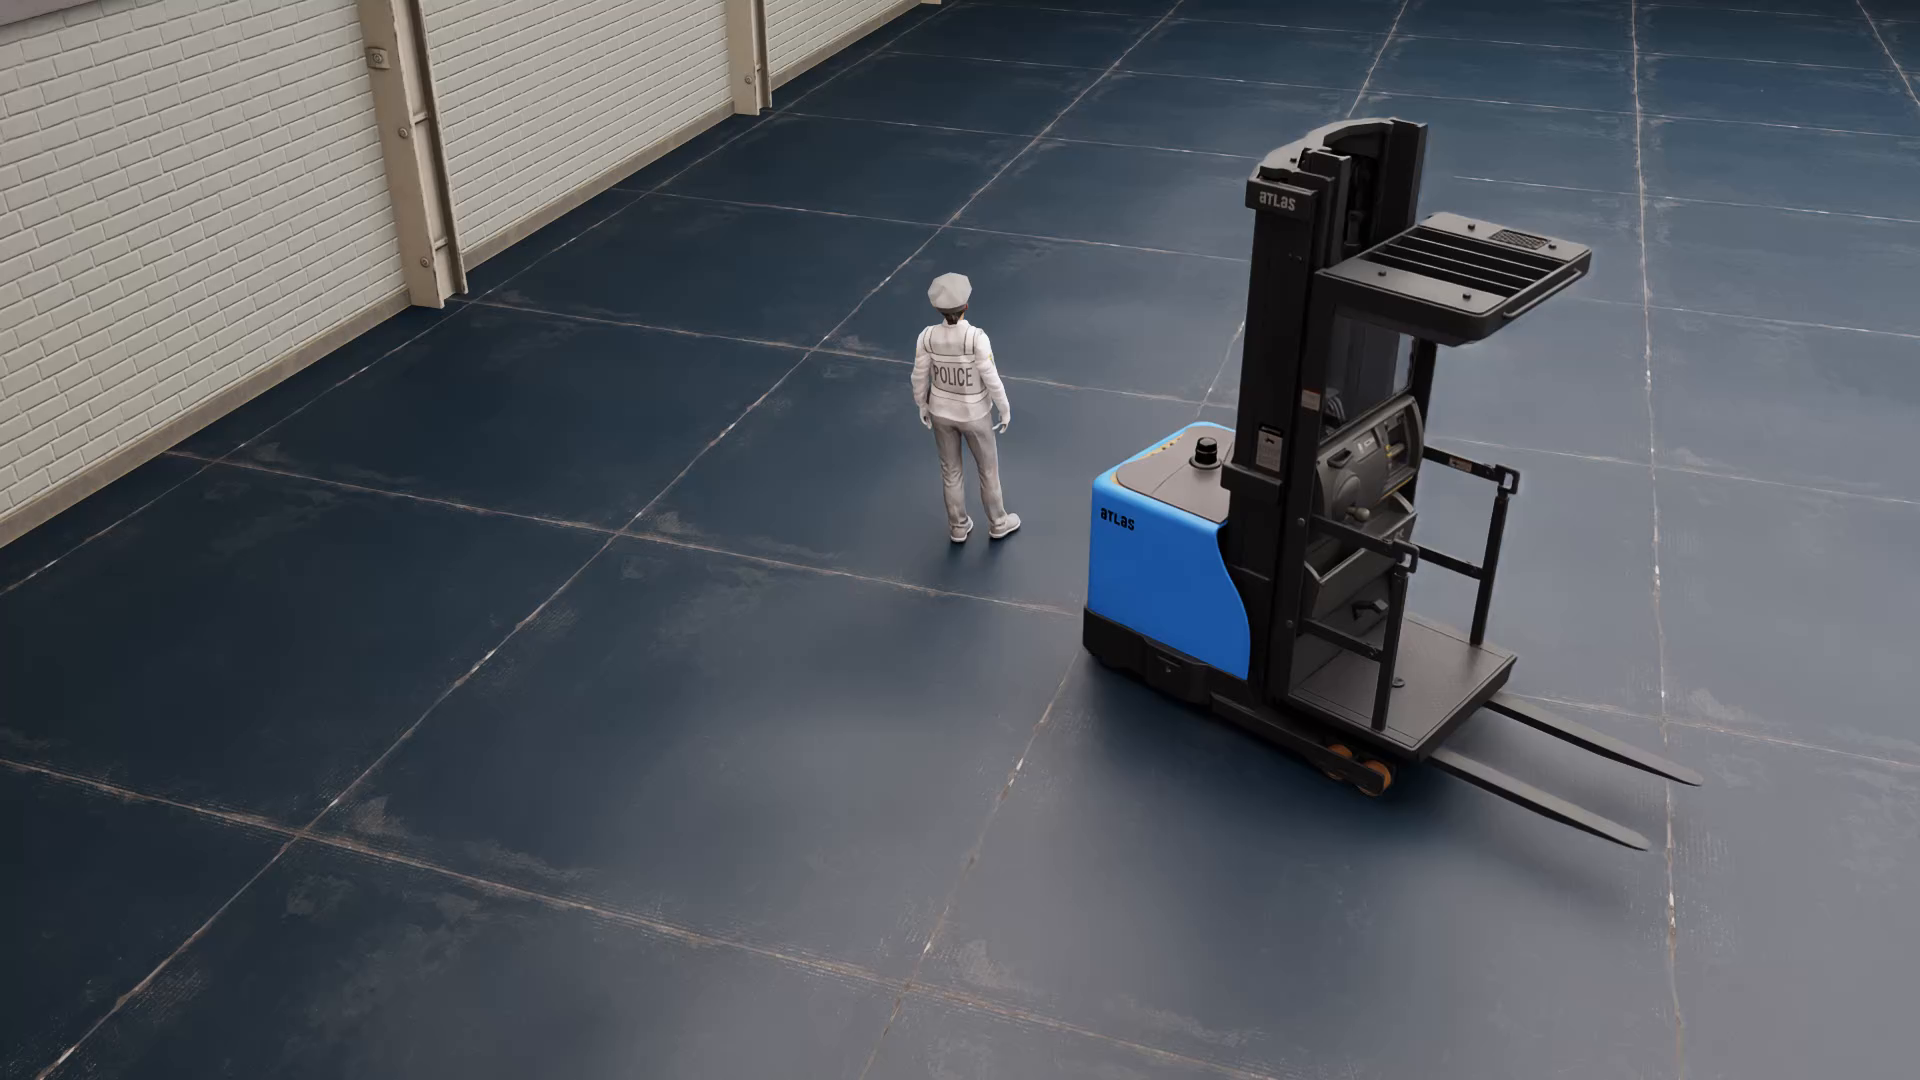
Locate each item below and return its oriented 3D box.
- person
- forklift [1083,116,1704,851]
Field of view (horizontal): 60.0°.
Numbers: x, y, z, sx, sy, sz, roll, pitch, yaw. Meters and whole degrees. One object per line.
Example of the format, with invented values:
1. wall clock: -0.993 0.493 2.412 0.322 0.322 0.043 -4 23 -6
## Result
1. person: 0.028 -0.773 9.726 0.588 1.696 0.533 10 31 16
2. forklift: 2.096 -0.345 7.742 3.031 2.935 1.130 24 37 35
